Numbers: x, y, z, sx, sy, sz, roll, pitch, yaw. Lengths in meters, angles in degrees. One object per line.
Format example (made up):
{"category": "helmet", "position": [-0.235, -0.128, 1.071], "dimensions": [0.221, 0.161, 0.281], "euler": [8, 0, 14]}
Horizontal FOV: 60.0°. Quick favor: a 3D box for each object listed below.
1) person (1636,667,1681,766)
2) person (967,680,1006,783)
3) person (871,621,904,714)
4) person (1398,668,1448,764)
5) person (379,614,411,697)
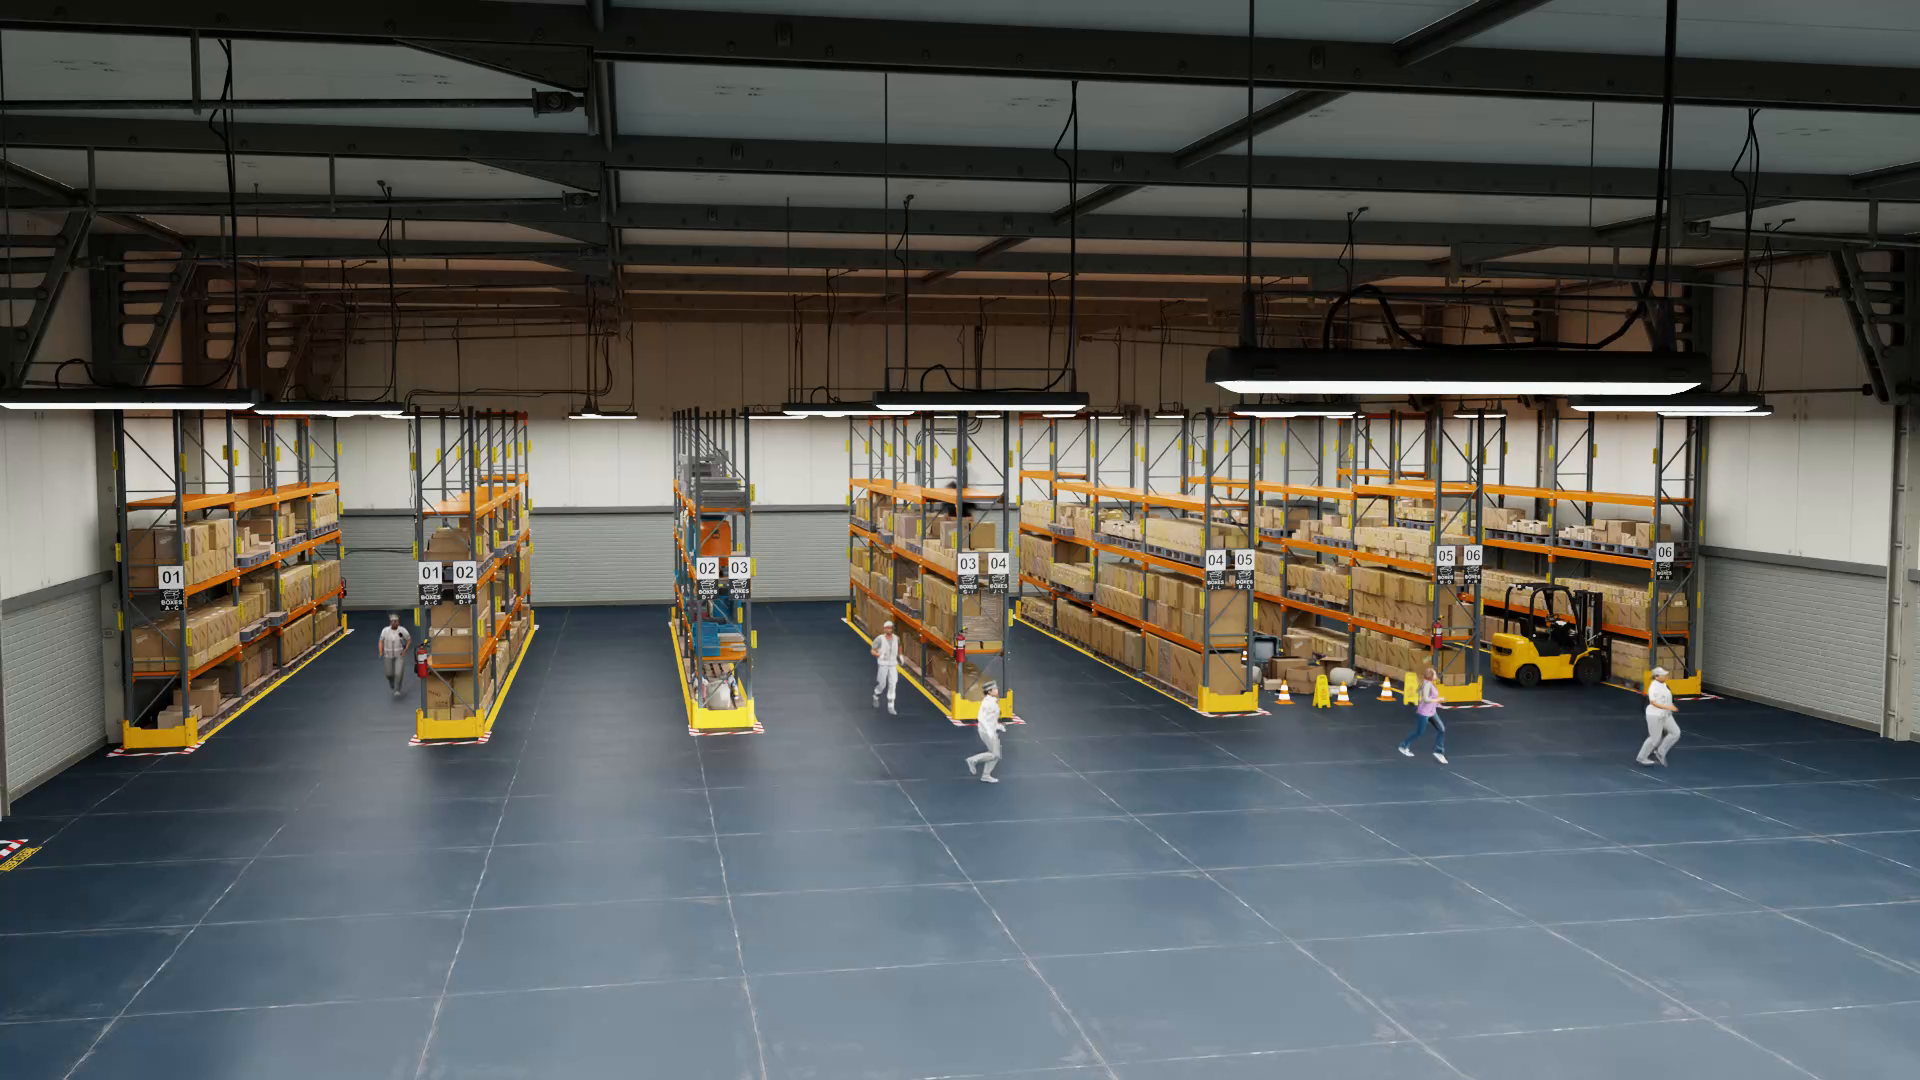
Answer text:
{"category": "person", "position": [11.621, 2.942, 27.644], "dimensions": [0.646, 1.666, 0.605], "euler": [4, 5, 42]}
{"category": "person", "position": [0.416, 3.033, 26.413], "dimensions": [0.581, 1.644, 0.603], "euler": [1, 4, 13]}
{"category": "person", "position": [-1.423, 2.474, 32.624], "dimensions": [0.693, 1.791, 0.893], "euler": [-2, 4, -22]}
{"category": "person", "position": [7.771, 2.952, 27.937], "dimensions": [0.807, 1.638, 0.512], "euler": [3, 5, 34]}
{"category": "person", "position": [-11.809, 2.398, 34.779], "dimensions": [0.652, 1.724, 0.631], "euler": [-1, 4, -12]}
